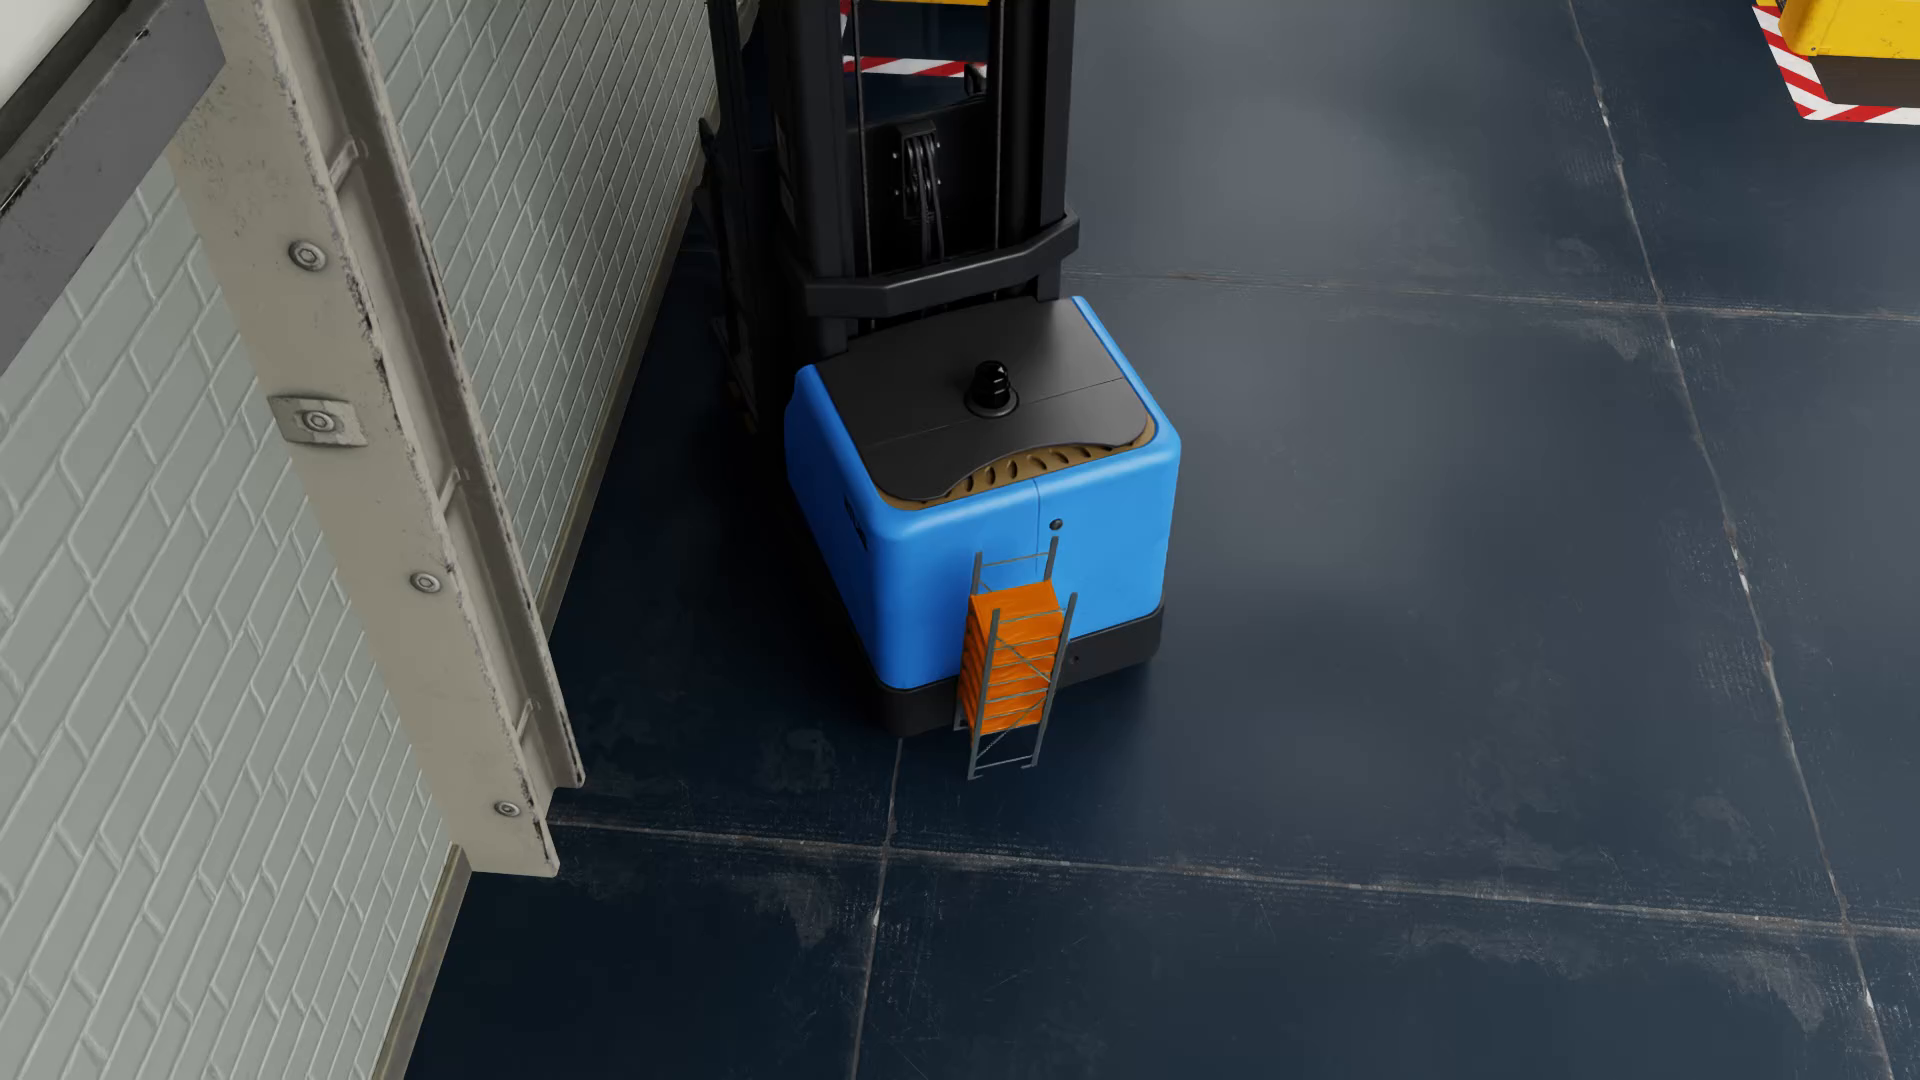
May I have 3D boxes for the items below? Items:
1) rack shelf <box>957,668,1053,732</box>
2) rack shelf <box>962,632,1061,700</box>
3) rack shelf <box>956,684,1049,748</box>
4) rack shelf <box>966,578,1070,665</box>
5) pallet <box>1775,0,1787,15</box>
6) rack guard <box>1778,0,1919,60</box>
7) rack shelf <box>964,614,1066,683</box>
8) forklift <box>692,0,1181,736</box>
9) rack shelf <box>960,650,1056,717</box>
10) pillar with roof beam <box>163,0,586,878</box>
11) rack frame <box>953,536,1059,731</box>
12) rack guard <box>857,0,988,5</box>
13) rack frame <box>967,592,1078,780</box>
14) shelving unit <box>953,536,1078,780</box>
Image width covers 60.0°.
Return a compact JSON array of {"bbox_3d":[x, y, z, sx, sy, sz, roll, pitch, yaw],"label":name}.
[{"bbox_3d":[0.140,0.476,5.210,0.258,0.103,0.180,-11,61,-10],"label":"rack shelf"},{"bbox_3d":[0.153,0.355,5.003,0.258,0.103,0.180,-11,61,-10],"label":"rack shelf"},{"bbox_3d":[0.133,0.536,5.313,0.258,0.103,0.180,-11,61,-10],"label":"rack shelf"},{"bbox_3d":[0.166,0.233,4.797,0.258,0.103,0.180,-11,61,-10],"label":"rack shelf"},{"bbox_3d":[4.889,-3.229,9.060,1.003,0.211,1.213,4,48,4],"label":"pallet"},{"bbox_3d":[4.859,-2.744,8.421,1.175,0.500,0.348,4,48,4],"label":"rack guard"},{"bbox_3d":[0.160,0.294,4.900,0.258,0.103,0.180,-11,61,-10],"label":"rack shelf"},{"bbox_3d":[-0.313,-1.443,5.583,1.130,2.935,3.031,-16,50,-14],"label":"forklift"},{"bbox_3d":[0.146,0.415,5.107,0.258,0.103,0.180,-11,61,-10],"label":"rack shelf"},{"bbox_3d":[2.870,-1.834,1.829,9.100,9.000,0.400,4,48,4],"label":"pillar with roof beam"},{"bbox_3d":[0.126,0.316,5.112,0.240,1.200,0.006,-11,61,-10],"label":"rack frame"},{"bbox_3d":[-0.066,-3.148,8.790,1.175,0.500,0.348,4,48,4],"label":"rack guard"},{"bbox_3d":[0.172,0.470,5.025,0.240,1.200,0.006,-11,61,-10],"label":"rack frame"},{"bbox_3d":[0.149,0.393,5.068,0.258,1.200,0.189,-11,61,-10],"label":"shelving unit"}]
